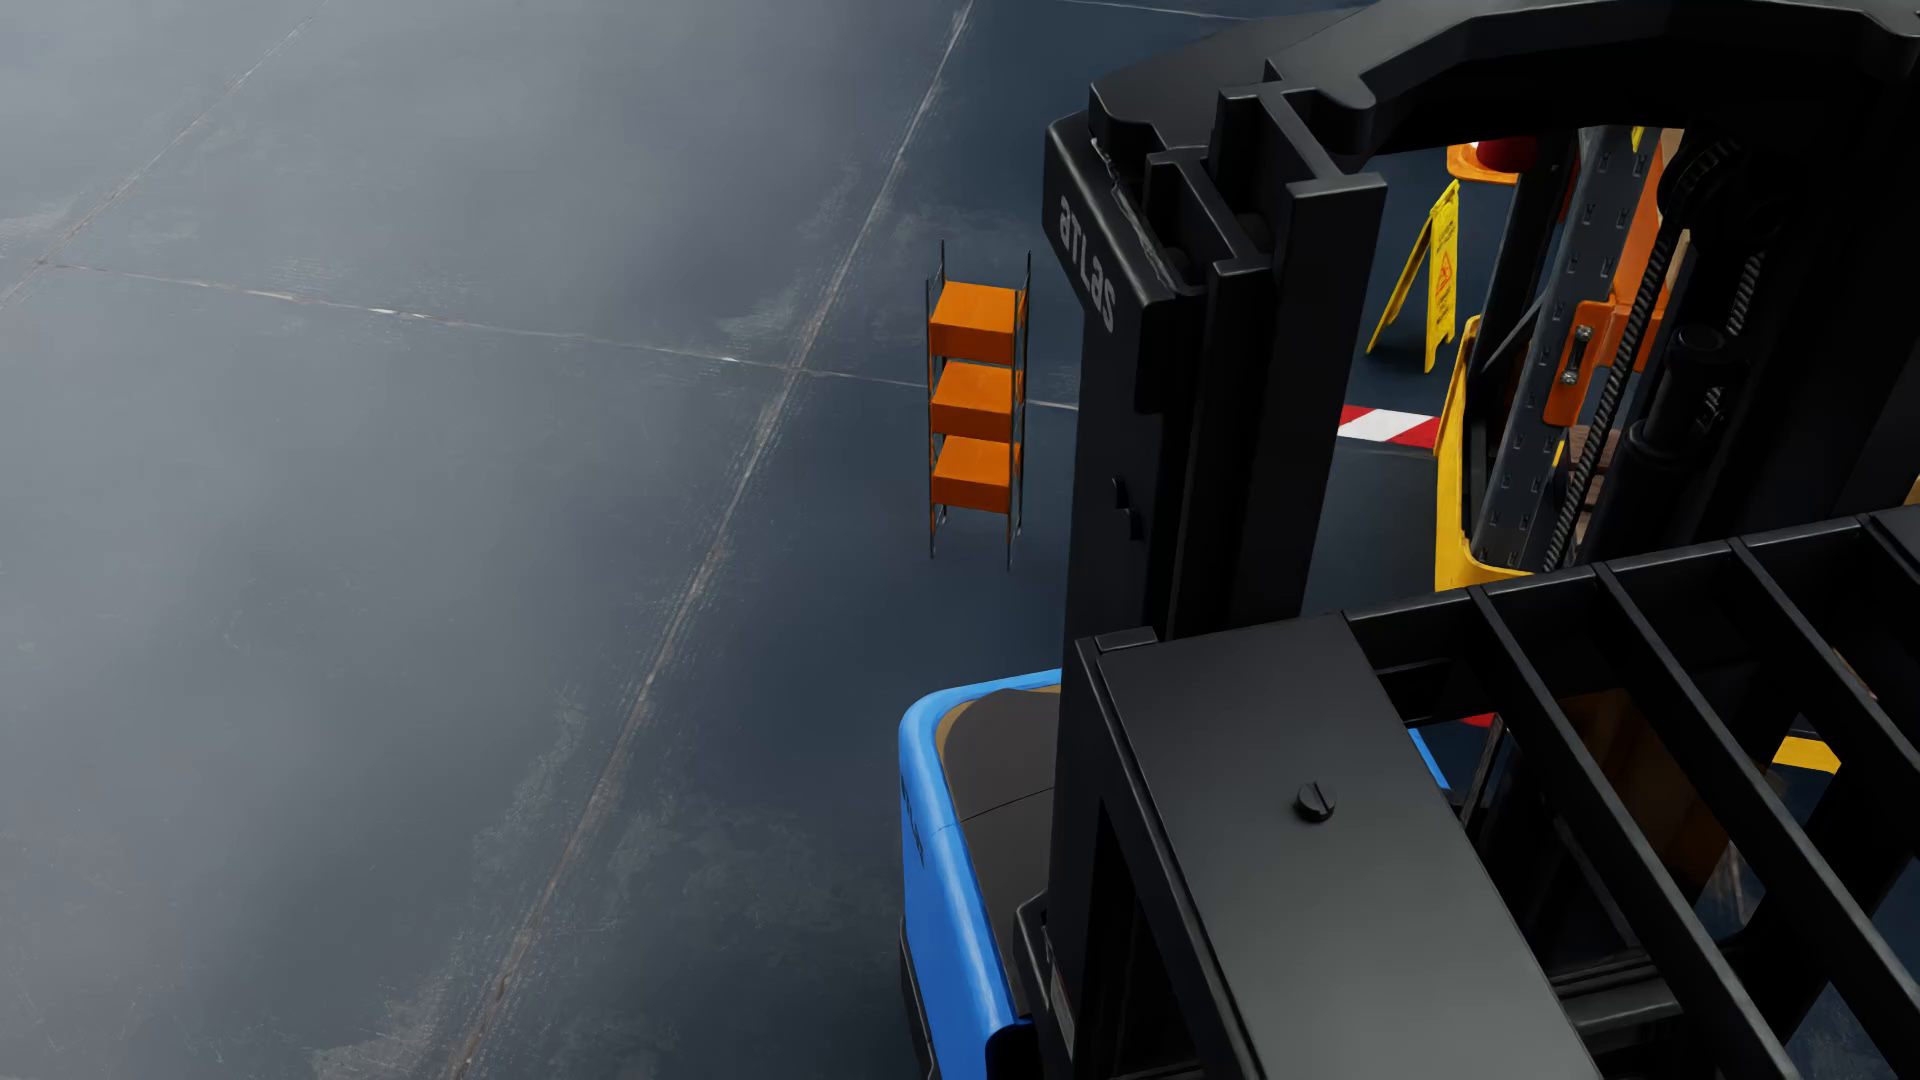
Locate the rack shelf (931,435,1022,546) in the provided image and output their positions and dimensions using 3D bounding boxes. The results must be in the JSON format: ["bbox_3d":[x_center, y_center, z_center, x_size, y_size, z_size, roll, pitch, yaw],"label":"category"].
[{"bbox_3d":[0.052,-0.162,5.078,0.240,0.259,0.215,9,45,9],"label":"rack shelf"}]

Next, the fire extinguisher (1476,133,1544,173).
[{"bbox_3d":[1.561,-1.334,4.529,0.183,0.674,0.296,9,45,9],"label":"fire extinguisher"}]

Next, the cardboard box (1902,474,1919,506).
[{"bbox_3d":[2.323,-0.151,4.383,0.500,0.500,0.500,7,44,8],"label":"cardboard box"}]

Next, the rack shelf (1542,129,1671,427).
[{"bbox_3d":[3.524,-0.471,4.095,4.000,0.370,1.077,9,45,9],"label":"rack shelf"}]

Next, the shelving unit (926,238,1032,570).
[{"bbox_3d":[0.052,-0.370,4.877,0.252,1.050,0.215,9,45,9],"label":"shelving unit"}]

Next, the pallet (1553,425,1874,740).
[{"bbox_3d":[2.432,0.130,4.962,1.213,0.211,1.003,9,45,9],"label":"pallet"}]

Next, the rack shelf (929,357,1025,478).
[{"bbox_3d":[0.052,-0.363,4.885,0.240,0.259,0.215,9,45,9],"label":"rack shelf"}]

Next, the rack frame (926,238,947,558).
[{"bbox_3d":[-0.067,-0.389,4.897,0.008,1.050,0.200,9,45,9],"label":"rack frame"}]

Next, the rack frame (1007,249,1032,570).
[{"bbox_3d":[0.171,-0.352,4.858,0.008,1.050,0.200,9,45,9],"label":"rack frame"}]

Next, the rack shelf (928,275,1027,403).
[{"bbox_3d":[0.052,-0.567,4.688,0.240,0.259,0.215,9,45,9],"label":"rack shelf"}]

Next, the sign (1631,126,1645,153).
[{"bbox_3d":[1.454,-0.977,3.478,0.005,0.325,0.100,9,45,9],"label":"sign"}]

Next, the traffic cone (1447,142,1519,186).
[{"bbox_3d":[2.184,-1.729,6.713,0.334,0.463,0.336,9,45,9],"label":"traffic cone"}]

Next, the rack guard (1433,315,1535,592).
[{"bbox_3d":[1.647,-0.121,5.015,0.348,0.500,1.175,9,45,9],"label":"rack guard"}]

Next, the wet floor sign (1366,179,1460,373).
[{"bbox_3d":[1.621,-0.937,5.759,0.232,0.644,0.267,24,49,23],"label":"wet floor sign"}]

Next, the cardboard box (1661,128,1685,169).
[{"bbox_3d":[1.984,-1.030,4.339,0.250,0.149,0.380,10,45,10],"label":"cardboard box"}]

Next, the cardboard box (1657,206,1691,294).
[{"bbox_3d":[1.859,-0.751,4.048,0.250,0.149,0.380,9,45,9],"label":"cardboard box"}]

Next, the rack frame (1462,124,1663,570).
[{"bbox_3d":[1.573,-1.033,4.160,0.127,3.000,1.000,9,45,9],"label":"rack frame"}]

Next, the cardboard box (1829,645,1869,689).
[{"bbox_3d":[2.299,0.116,4.646,0.500,0.250,0.500,8,45,9],"label":"cardboard box"}]

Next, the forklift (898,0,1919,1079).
[{"bbox_3d":[0.705,0.950,2.149,1.130,2.935,3.031,-10,45,-10],"label":"forklift"}]
